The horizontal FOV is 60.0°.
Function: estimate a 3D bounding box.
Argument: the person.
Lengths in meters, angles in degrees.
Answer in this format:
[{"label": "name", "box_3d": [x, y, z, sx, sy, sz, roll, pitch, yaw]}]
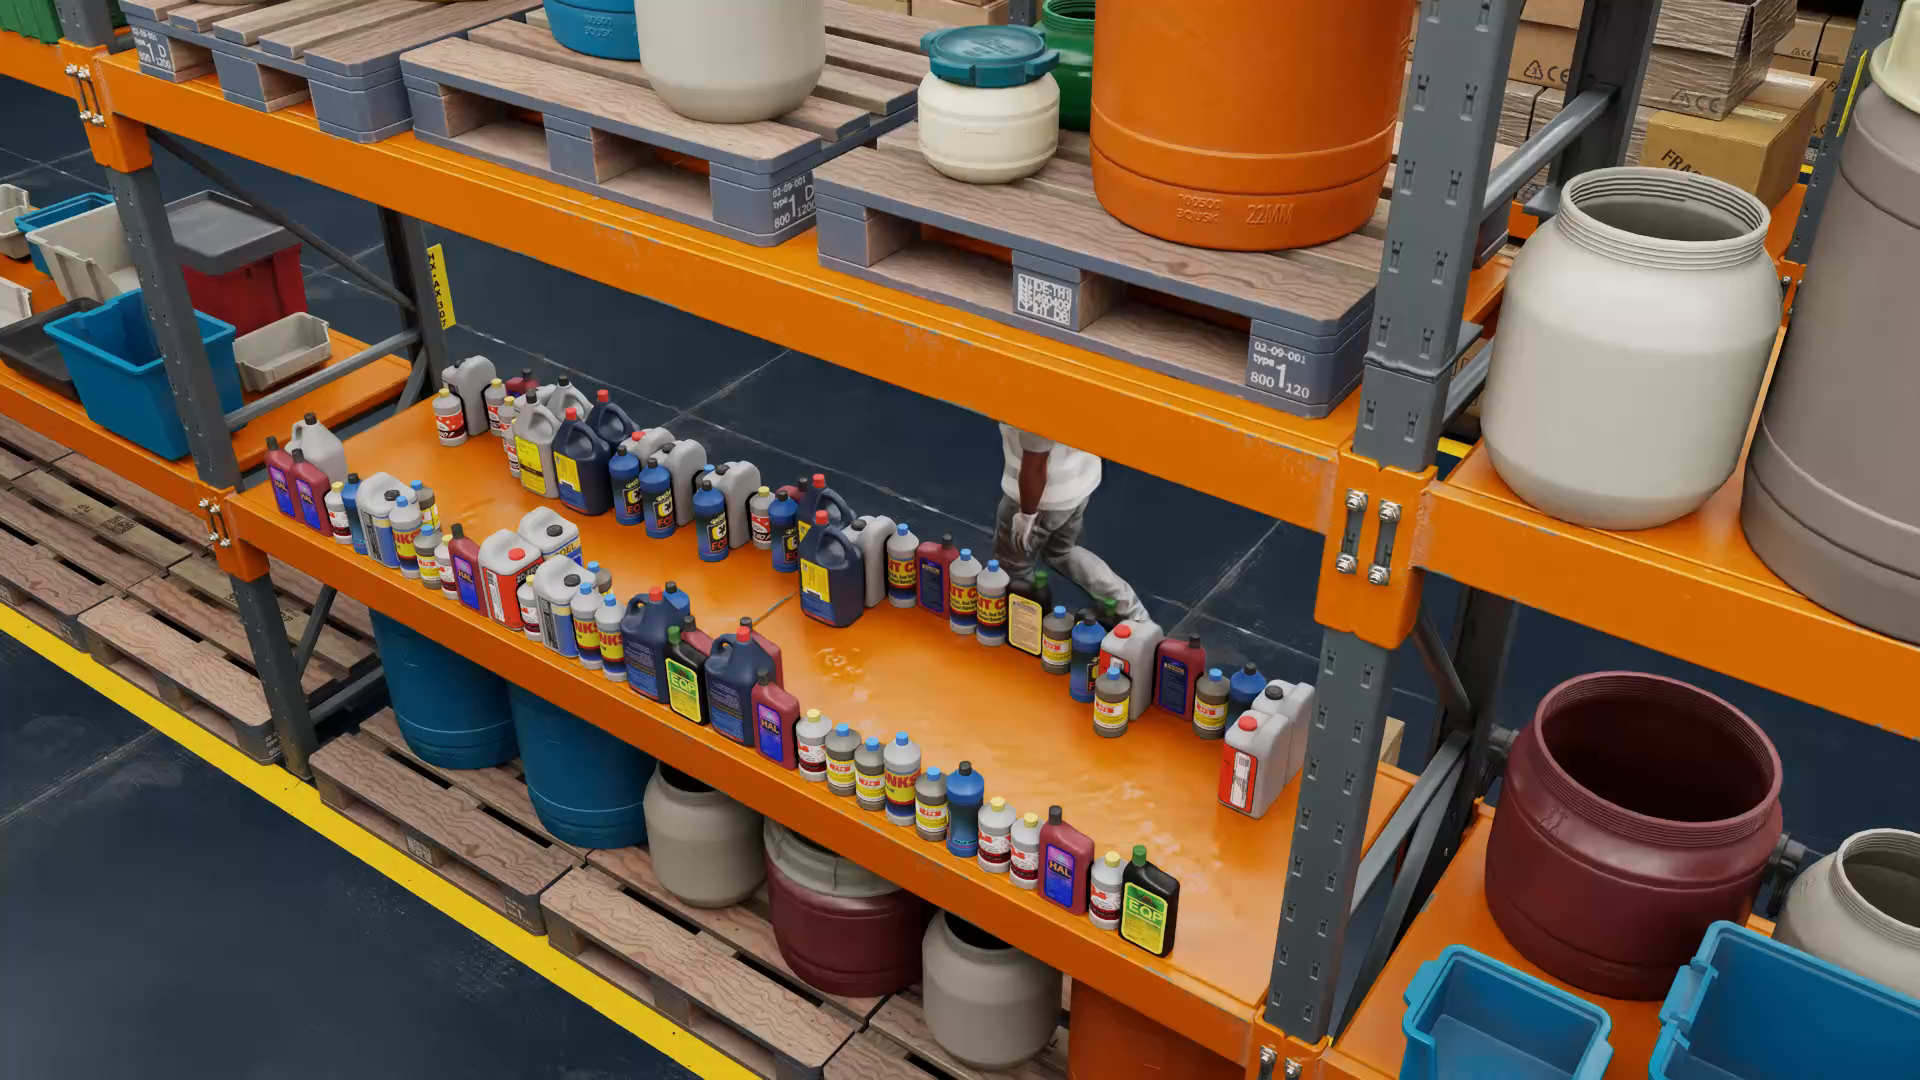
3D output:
[{"label": "person", "box_3d": [0.443, -0.215, 6.368, 0.607, 1.712, 0.561, 18, 38, 25]}]
